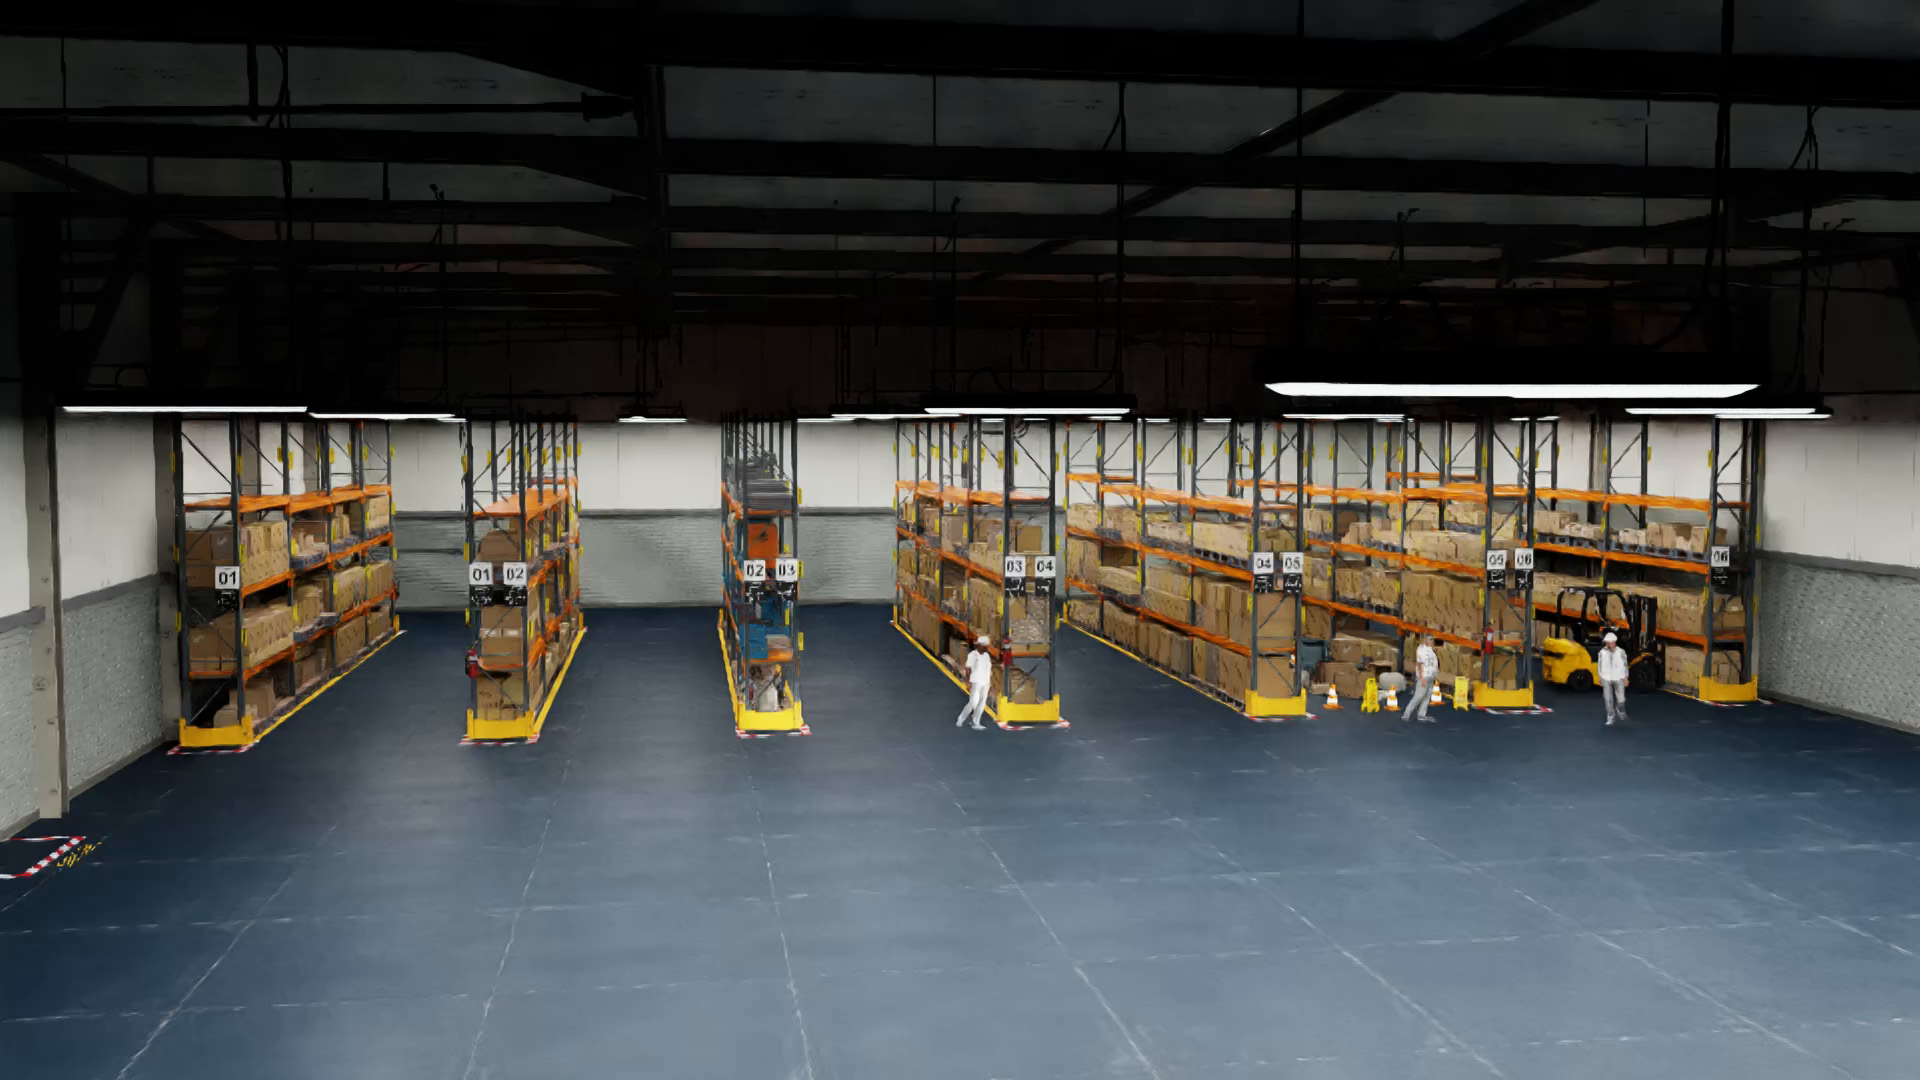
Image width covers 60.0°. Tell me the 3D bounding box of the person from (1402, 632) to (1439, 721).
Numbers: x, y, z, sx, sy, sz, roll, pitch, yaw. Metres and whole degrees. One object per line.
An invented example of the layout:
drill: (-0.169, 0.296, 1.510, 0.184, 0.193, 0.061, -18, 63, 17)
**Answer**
person: (8.837, 2.628, 31.935, 0.554, 1.742, 0.734, 3, 5, 37)

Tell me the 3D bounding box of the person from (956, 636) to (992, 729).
person: (0.271, 2.680, 31.222, 0.539, 1.743, 0.743, 4, 5, 41)

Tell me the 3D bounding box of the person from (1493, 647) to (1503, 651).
person: (12.036, 2.205, 37.419, 0.577, 1.785, 0.655, 2, 4, 23)

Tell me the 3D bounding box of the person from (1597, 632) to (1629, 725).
person: (12.462, 2.631, 31.719, 0.588, 1.768, 0.559, 2, 5, 28)

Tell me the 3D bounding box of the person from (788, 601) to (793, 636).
person: (-4.721, 1.783, 44.841, 0.638, 1.607, 0.814, -2, 4, -27)
